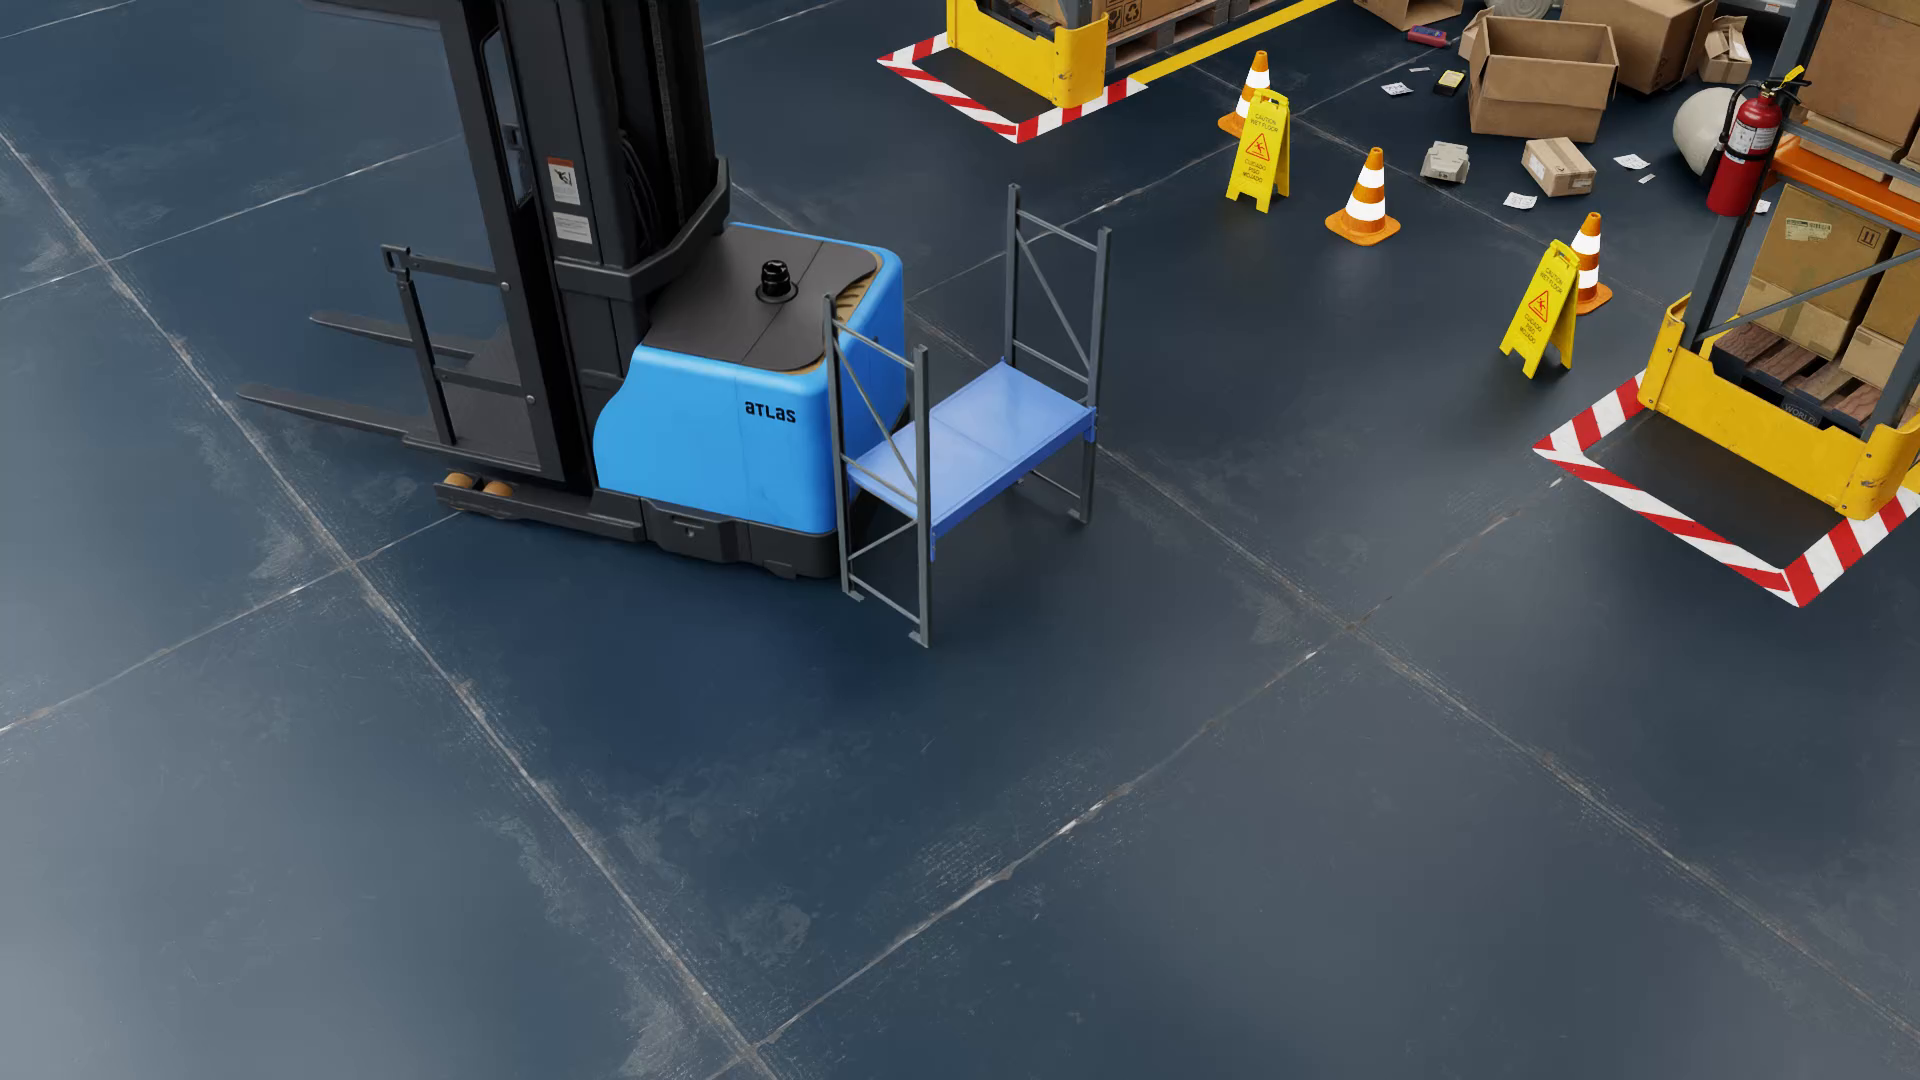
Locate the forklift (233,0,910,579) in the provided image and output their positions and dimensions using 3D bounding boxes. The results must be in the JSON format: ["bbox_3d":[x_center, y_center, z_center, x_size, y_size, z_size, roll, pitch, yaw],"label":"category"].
[{"bbox_3d":[-1.802,-1.492,6.698,3.031,2.935,1.130,12,45,13],"label":"forklift"}]

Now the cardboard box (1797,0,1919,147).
[{"bbox_3d":[3.907,-2.037,6.938,0.500,0.500,0.500,-31,51,-29],"label":"cardboard box"}]

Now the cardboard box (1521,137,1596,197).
[{"bbox_3d":[3.376,-2.106,9.384,0.250,0.149,0.380,-7,44,-7],"label":"cardboard box"}]

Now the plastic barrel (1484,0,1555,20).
[{"bbox_3d":[3.596,-3.578,10.751,0.421,0.421,0.512,0,43,0],"label":"plastic barrel"}]

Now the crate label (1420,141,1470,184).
[{"bbox_3d":[2.760,-2.144,9.432,0.250,0.136,0.298,14,45,15],"label":"crate label"}]

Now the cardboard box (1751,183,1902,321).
[{"bbox_3d":[4.115,-1.422,7.727,0.500,0.500,0.500,-29,51,-28],"label":"cardboard box"}]

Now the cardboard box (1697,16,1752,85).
[{"bbox_3d":[4.734,-3.039,10.292,0.258,0.266,0.396,7,44,7],"label":"cardboard box"}]

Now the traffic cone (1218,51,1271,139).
[{"bbox_3d":[1.733,-2.627,9.709,0.334,0.463,0.336,-30,51,-28],"label":"traffic cone"}]

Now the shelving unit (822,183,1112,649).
[{"bbox_3d":[0.040,-0.482,6.668,0.538,1.500,1.048,32,52,30],"label":"shelving unit"}]

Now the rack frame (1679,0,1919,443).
[{"bbox_3d":[3.668,-1.509,6.666,0.127,3.000,1.000,-30,51,-28],"label":"rack frame"}]

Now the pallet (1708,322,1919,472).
[{"bbox_3d":[4.372,-0.865,8.016,1.213,0.211,1.003,-30,51,-28],"label":"pallet"}]

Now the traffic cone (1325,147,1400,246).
[{"bbox_3d":[2.197,-1.884,8.918,0.334,0.463,0.336,-30,51,-28],"label":"traffic cone"}]

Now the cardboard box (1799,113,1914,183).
[{"bbox_3d":[3.817,-1.694,7.046,0.250,0.149,0.380,-28,50,-27],"label":"cardboard box"}]

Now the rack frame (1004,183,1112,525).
[{"bbox_3d":[0.383,-0.738,6.941,0.500,1.500,0.032,32,52,30],"label":"rack frame"}]

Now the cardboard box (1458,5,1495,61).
[{"bbox_3d":[3.346,-3.102,10.359,0.258,0.266,0.396,-21,47,-21],"label":"cardboard box"}]

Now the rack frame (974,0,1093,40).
[{"bbox_3d":[0.414,-4.064,9.386,0.127,3.000,1.000,-30,51,-28],"label":"rack frame"}]

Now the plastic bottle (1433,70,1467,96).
[{"bbox_3d":[3.015,-2.821,10.209,0.133,0.061,0.283,22,47,21],"label":"plastic bottle"}]

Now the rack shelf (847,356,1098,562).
[{"bbox_3d":[0.040,-0.351,6.791,0.538,0.185,1.000,32,52,30],"label":"rack shelf"}]

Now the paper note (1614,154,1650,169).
[{"bbox_3d":[3.863,-2.178,9.555,0.142,0.019,0.148,-14,45,-14],"label":"paper note"}]

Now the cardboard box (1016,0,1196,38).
[{"bbox_3d":[0.892,-3.775,10.324,0.875,0.875,0.875,-29,51,-28],"label":"cardboard box"}]

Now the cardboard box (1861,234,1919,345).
[{"bbox_3d":[4.482,-1.153,7.441,0.500,0.500,0.500,-32,52,-29],"label":"cardboard box"}]

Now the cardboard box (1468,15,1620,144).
[{"bbox_3d":[3.391,-2.700,9.758,0.797,0.503,0.637,7,44,7],"label":"cardboard box"}]

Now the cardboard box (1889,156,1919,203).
[{"bbox_3d":[4.061,-1.458,6.795,0.250,0.149,0.380,-30,51,-28],"label":"cardboard box"}]

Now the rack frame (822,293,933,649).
[{"bbox_3d":[-0.304,-0.225,6.395,0.500,1.500,0.032,32,52,30],"label":"rack frame"}]

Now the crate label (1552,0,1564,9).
[{"bbox_3d":[3.997,-3.643,11.029,0.298,0.136,0.250,7,44,7],"label":"crate label"}]

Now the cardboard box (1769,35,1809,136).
[{"bbox_3d":[5.041,-2.600,9.651,0.500,0.500,0.500,0,43,0],"label":"cardboard box"}]

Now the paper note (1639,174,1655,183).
[{"bbox_3d":[3.894,-2.048,9.424,0.123,0.001,0.032,-30,51,-28],"label":"paper note"}]

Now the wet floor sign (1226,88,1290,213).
[{"bbox_3d":[1.662,-2.154,9.072,0.267,0.644,0.232,30,51,28],"label":"wet floor sign"}]

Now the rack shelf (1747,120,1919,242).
[{"bbox_3d":[5.202,-2.126,7.848,4.000,0.370,1.077,-30,51,-28],"label":"rack shelf"}]

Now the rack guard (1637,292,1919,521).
[{"bbox_3d":[3.726,-0.632,7.557,0.348,0.500,1.175,-30,51,-28],"label":"rack guard"}]

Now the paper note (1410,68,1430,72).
[{"bbox_3d":[2.866,-2.932,10.365,0.123,0.001,0.032,-7,44,-7],"label":"paper note"}]

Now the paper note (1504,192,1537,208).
[{"bbox_3d":[3.116,-1.888,9.237,0.148,0.019,0.142,22,47,21],"label":"paper note"}]

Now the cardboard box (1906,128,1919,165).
[{"bbox_3d":[4.209,-1.717,6.596,0.500,0.500,0.500,-31,51,-28],"label":"cardboard box"}]

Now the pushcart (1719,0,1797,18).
[{"bbox_3d":[5.235,-3.486,10.686,1.648,0.377,0.936,22,47,21],"label":"pushcart"}]

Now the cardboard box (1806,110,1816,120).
[{"bbox_3d":[3.940,-1.864,7.227,0.250,0.149,0.380,-30,51,-28],"label":"cardboard box"}]

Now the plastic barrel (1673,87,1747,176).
[{"bbox_3d":[4.281,-2.272,9.360,0.421,0.421,0.512,0,43,0],"label":"plastic barrel"}]

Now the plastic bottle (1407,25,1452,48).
[{"bbox_3d":[3.014,-3.212,10.625,0.283,0.061,0.133,22,47,21],"label":"plastic bottle"}]

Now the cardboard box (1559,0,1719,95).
[{"bbox_3d":[4.103,-3.165,10.153,0.503,0.637,0.797,-30,51,-28],"label":"cardboard box"}]

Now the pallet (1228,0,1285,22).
[{"bbox_3d":[1.913,-3.973,11.326,1.213,0.211,1.003,-30,51,-28],"label":"pallet"}]

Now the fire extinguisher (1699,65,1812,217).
[{"bbox_3d":[3.284,-1.673,6.897,0.183,0.674,0.296,-30,51,-28],"label":"fire extinguisher"}]

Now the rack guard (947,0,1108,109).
[{"bbox_3d":[0.396,-3.143,10.231,0.348,0.500,1.175,-30,51,-28],"label":"rack guard"}]

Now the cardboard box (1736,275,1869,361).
[{"bbox_3d":[4.133,-1.167,8.003,0.500,0.250,0.500,-30,51,-28],"label":"cardboard box"}]

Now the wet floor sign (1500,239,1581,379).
[{"bbox_3d":[2.835,-1.130,7.981,0.232,0.644,0.267,-14,45,-14],"label":"wet floor sign"}]

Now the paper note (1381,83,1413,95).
[{"bbox_3d":[2.674,-2.760,10.168,0.142,0.017,0.144,-14,45,-14],"label":"paper note"}]

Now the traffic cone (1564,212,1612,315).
[{"bbox_3d":[3.170,-1.451,8.457,0.334,0.463,0.336,-30,51,-28],"label":"traffic cone"}]

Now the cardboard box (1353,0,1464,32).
[{"bbox_3d":[2.950,-3.690,10.812,0.500,0.500,0.500,-21,47,-21],"label":"cardboard box"}]

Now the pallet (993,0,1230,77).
[{"bbox_3d":[0.977,-3.440,10.759,1.213,0.211,1.003,-30,51,-28],"label":"pallet"}]

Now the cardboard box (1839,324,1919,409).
[{"bbox_3d":[4.464,-0.869,7.686,0.500,0.250,0.500,-30,51,-28],"label":"cardboard box"}]

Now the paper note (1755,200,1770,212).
[{"bbox_3d":[4.405,-1.862,9.210,0.142,0.019,0.148,22,47,21],"label":"paper note"}]
